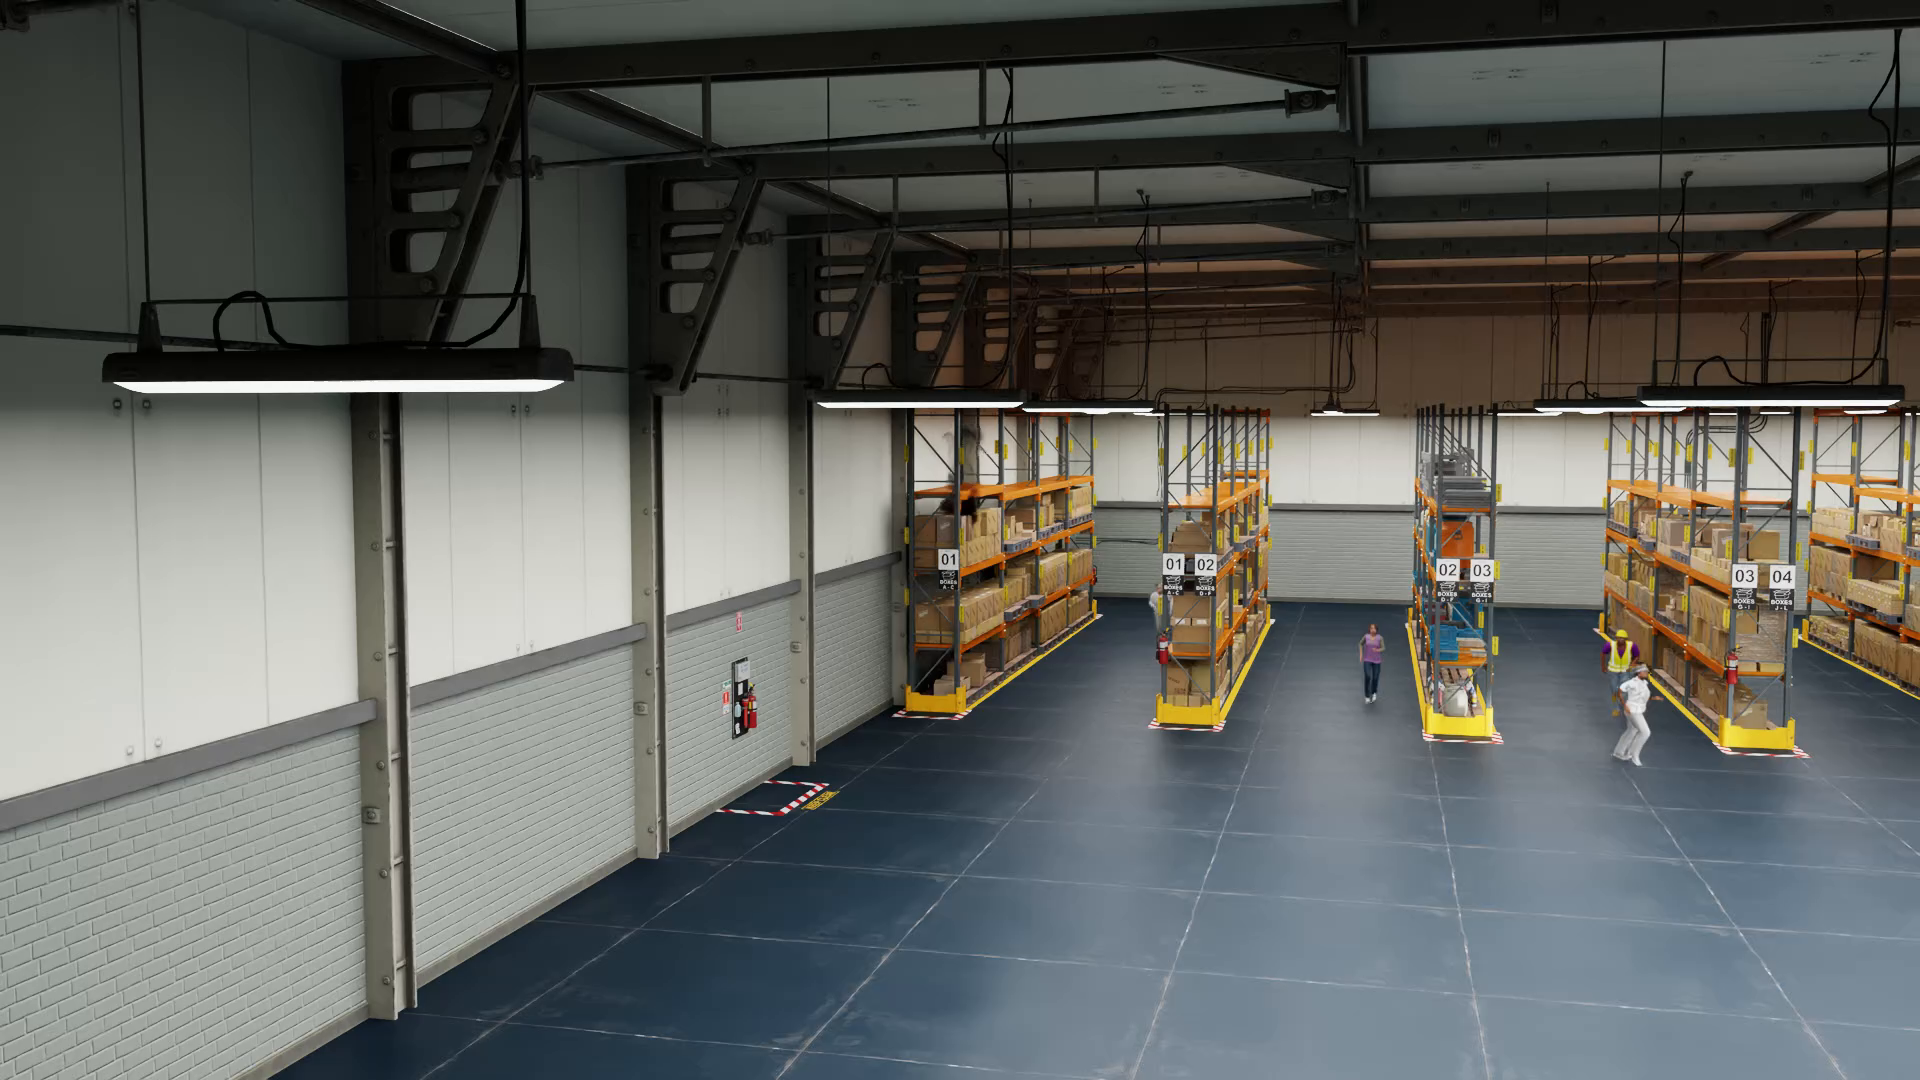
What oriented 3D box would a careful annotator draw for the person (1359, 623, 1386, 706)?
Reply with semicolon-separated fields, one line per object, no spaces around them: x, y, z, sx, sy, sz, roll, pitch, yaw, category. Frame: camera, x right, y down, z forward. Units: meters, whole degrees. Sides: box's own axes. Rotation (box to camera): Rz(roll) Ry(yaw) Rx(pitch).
8.283;2.485;33.434;0.508;1.645;0.728;1;4;10;person

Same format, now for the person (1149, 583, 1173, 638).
5.082;1.876;42.012;0.604;1.612;0.670;2;4;20;person

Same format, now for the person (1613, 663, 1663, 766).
11.232;2.890;27.585;0.757;1.731;0.577;4;6;43;person

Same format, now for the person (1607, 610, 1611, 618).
18.021;1.543;45.490;0.855;1.791;0.690;2;5;29;person

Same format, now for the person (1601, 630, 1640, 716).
12.776;2.556;32.193;0.696;1.691;0.823;1;4;15;person
